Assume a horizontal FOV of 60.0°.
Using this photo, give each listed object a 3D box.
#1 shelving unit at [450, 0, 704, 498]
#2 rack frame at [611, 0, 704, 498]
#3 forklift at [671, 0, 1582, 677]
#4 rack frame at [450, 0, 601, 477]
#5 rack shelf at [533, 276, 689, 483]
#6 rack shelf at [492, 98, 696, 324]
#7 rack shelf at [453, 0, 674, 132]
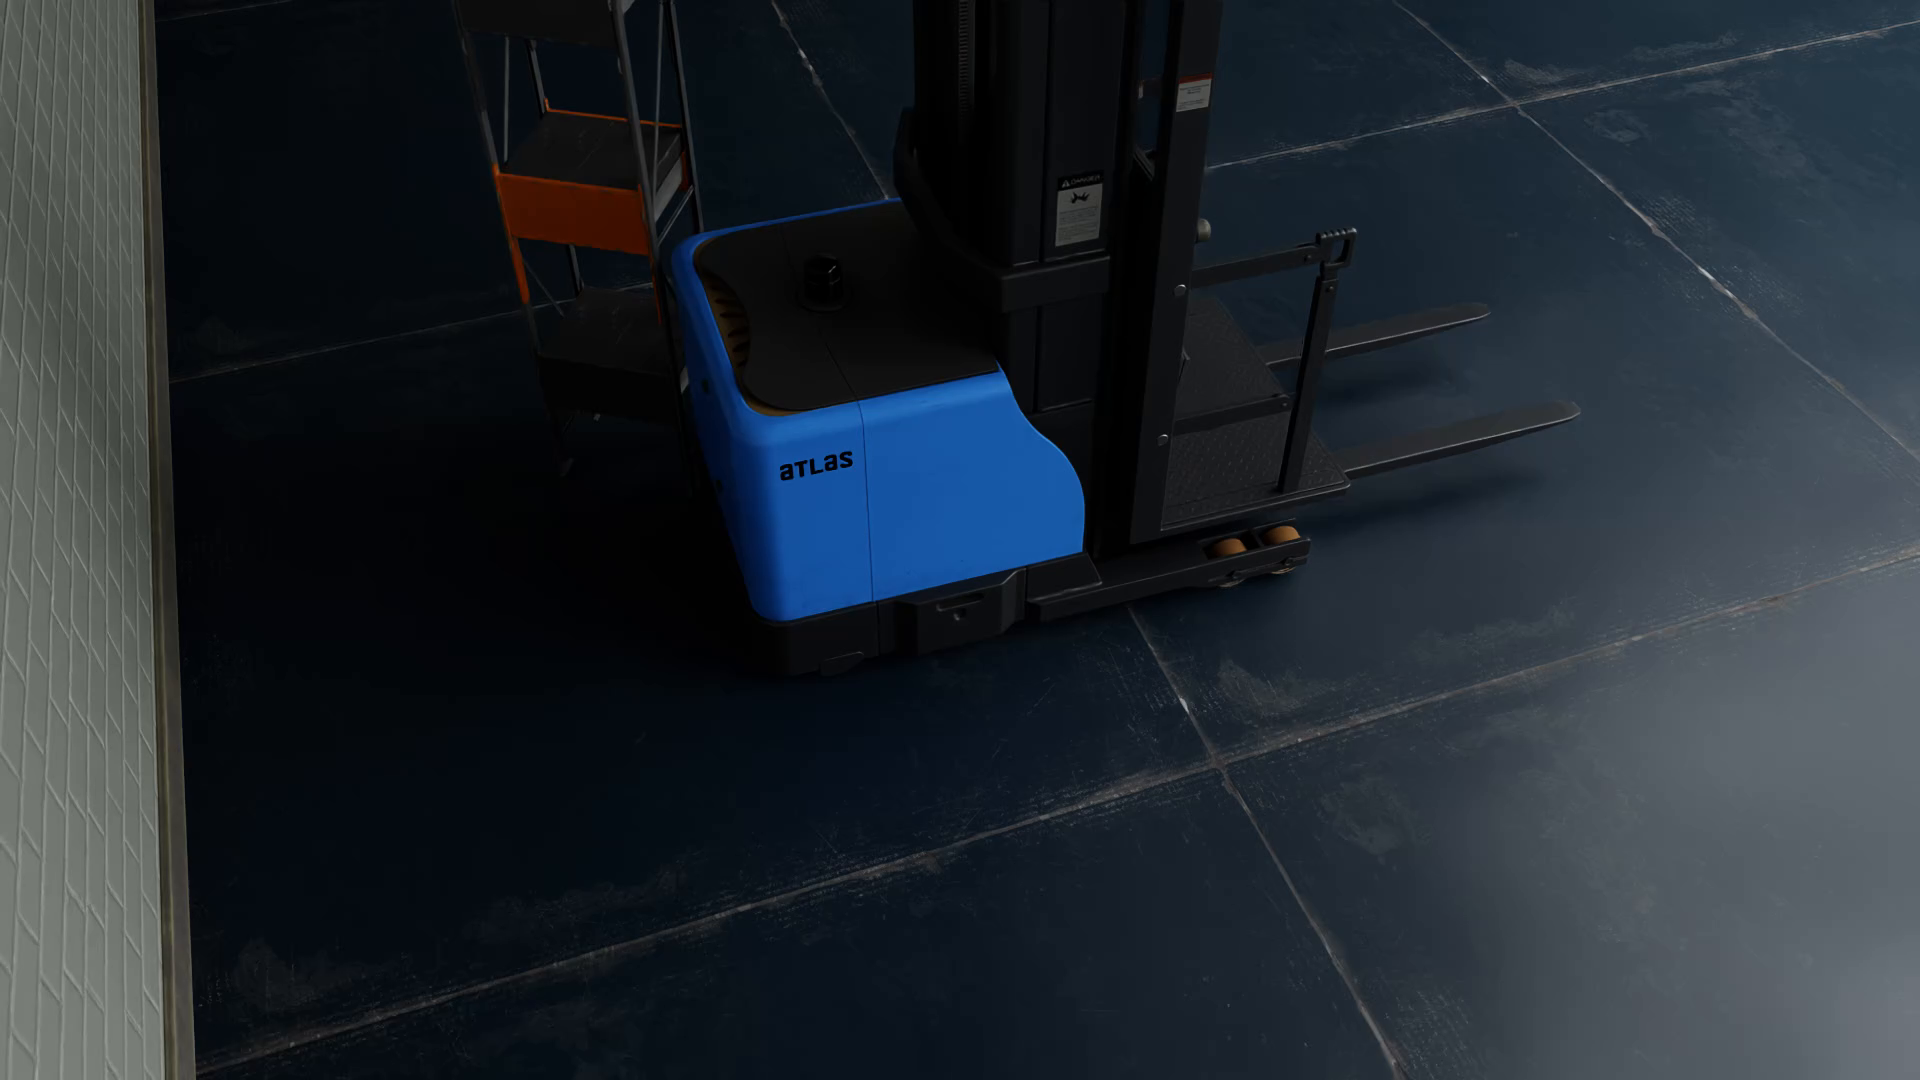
[{"bbox_3d":[-1.145,-1.067,5.331,0.503,2.100,0.431,9,46,9],"label":"shelving unit"},{"bbox_3d":[-0.907,-1.028,5.292,0.015,2.100,0.400,9,46,9],"label":"rack frame"},{"bbox_3d":[0.661,-1.221,4.897,3.031,2.935,1.130,-13,47,-13],"label":"forklift"},{"bbox_3d":[-1.383,-1.106,5.369,0.015,2.100,0.400,9,46,9],"label":"rack frame"},{"bbox_3d":[-1.145,-0.563,5.836,0.480,0.518,0.431,9,46,9],"label":"rack shelf"},{"bbox_3d":[-1.145,-1.057,5.340,0.480,0.518,0.431,9,46,9],"label":"rack shelf"},{"bbox_3d":[-1.145,-1.551,4.844,0.480,0.518,0.431,9,46,9],"label":"rack shelf"}]
